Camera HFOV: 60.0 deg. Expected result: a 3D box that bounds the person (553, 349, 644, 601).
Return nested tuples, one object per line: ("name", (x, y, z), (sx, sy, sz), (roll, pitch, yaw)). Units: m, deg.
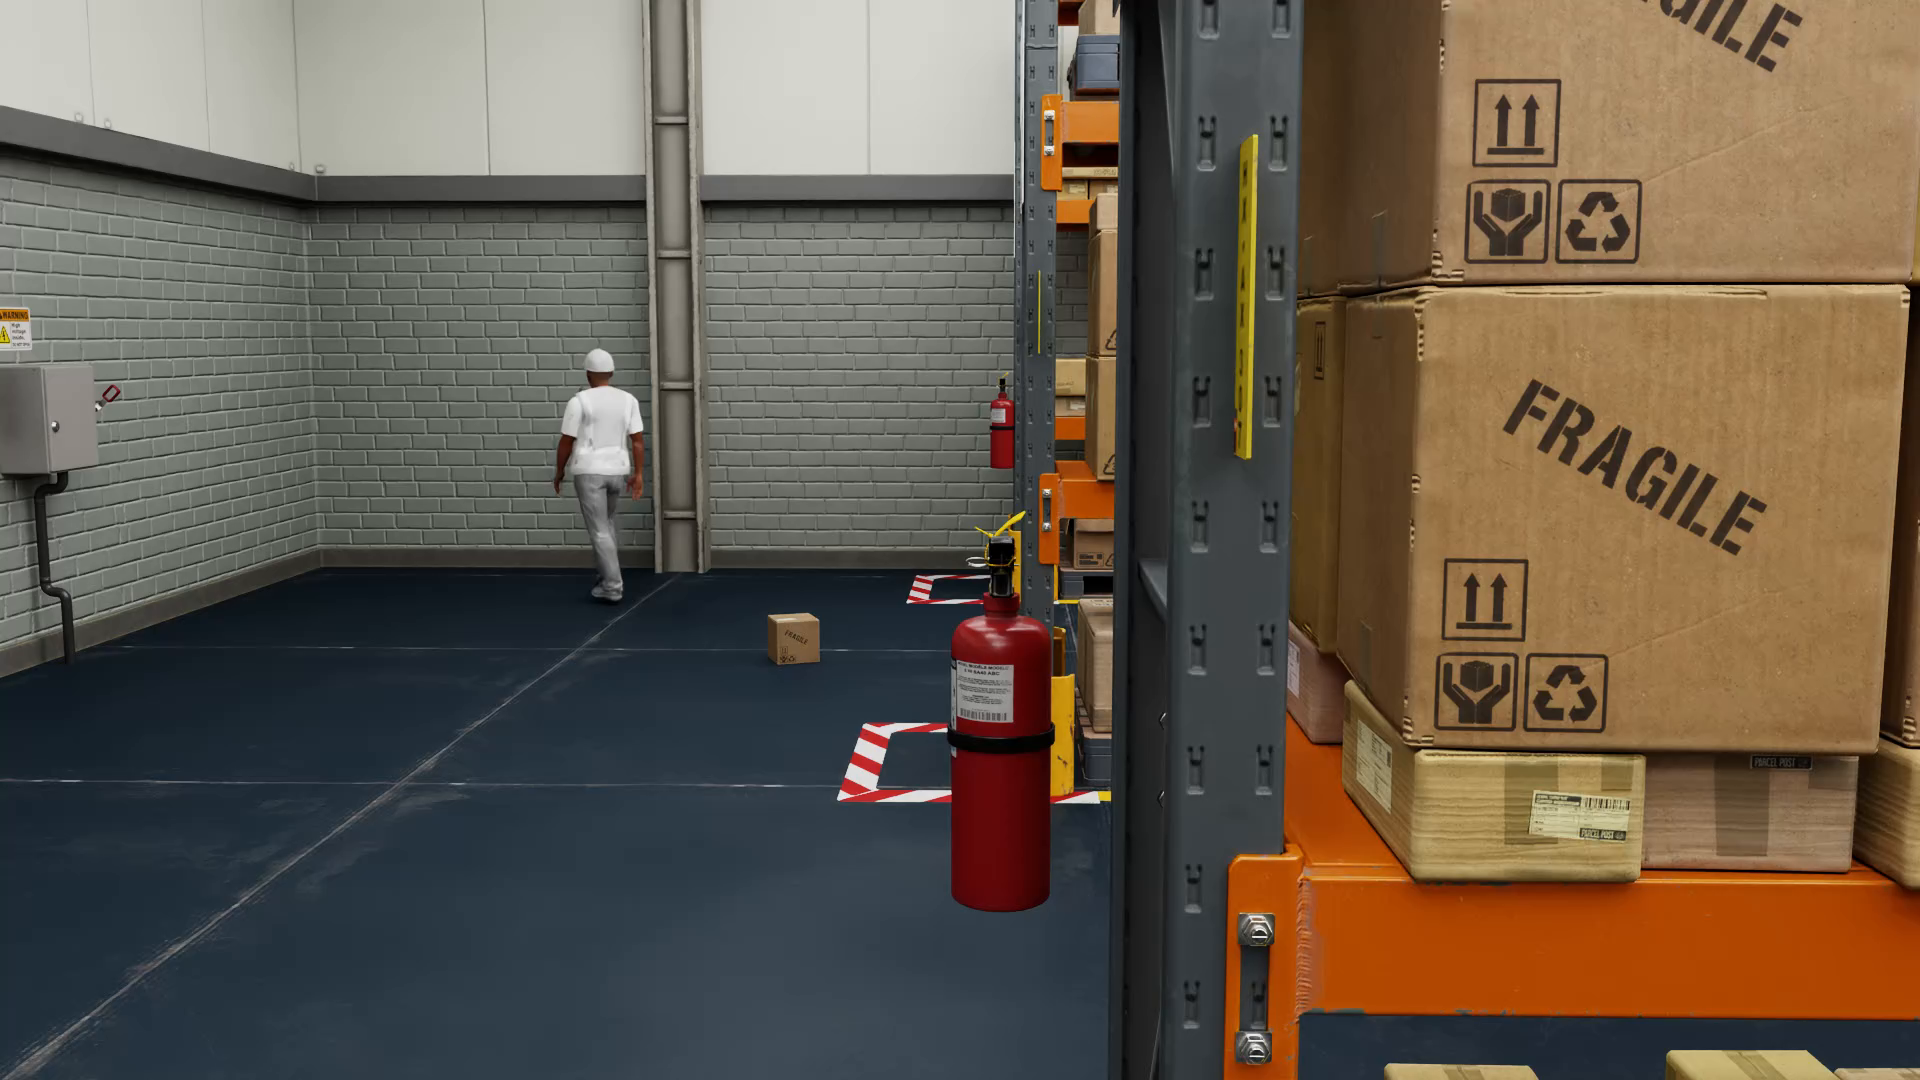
("person", (-2.560, -0.424, 11.722), (0.564, 1.838, 0.623), (-7, 10, -43))
